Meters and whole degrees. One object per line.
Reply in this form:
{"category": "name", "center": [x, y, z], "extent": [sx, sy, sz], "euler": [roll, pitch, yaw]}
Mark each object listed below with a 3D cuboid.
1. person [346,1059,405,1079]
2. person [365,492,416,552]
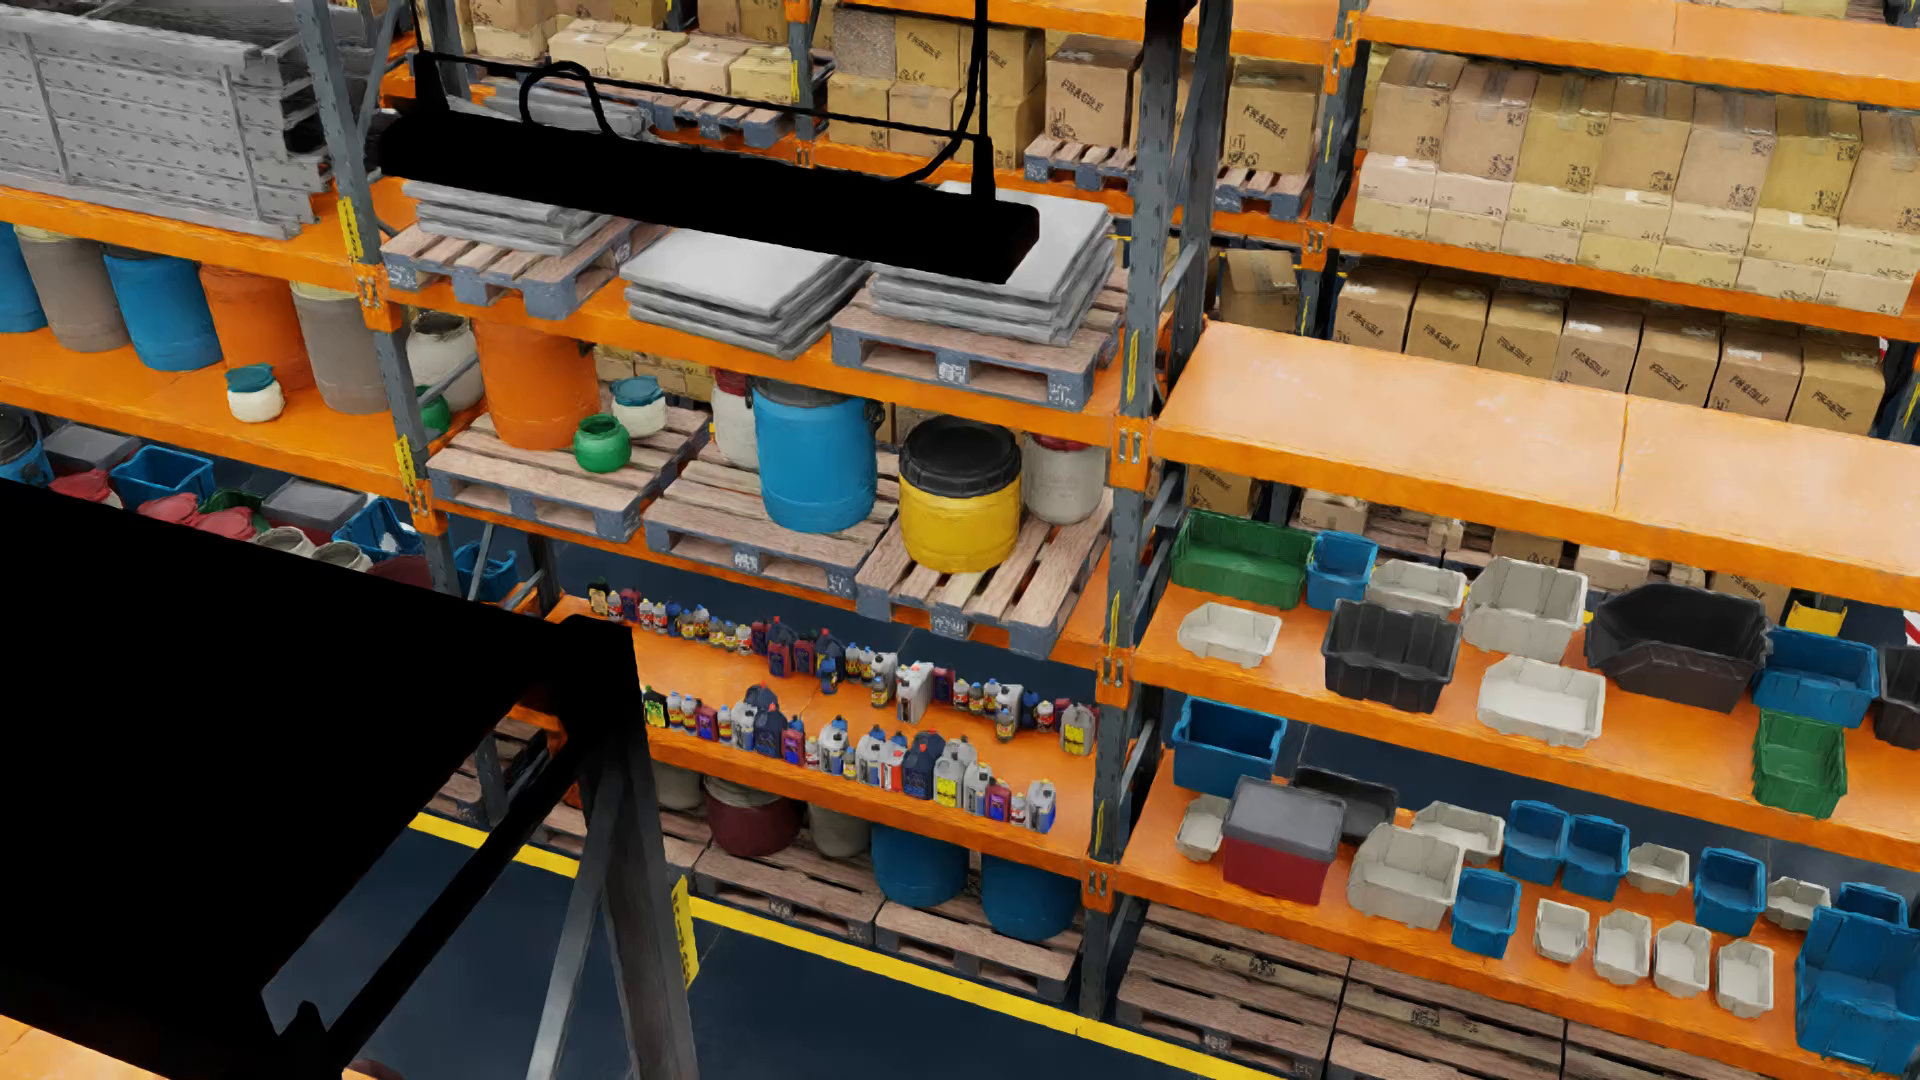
{"category": "person", "center": [-2.808, 3.018, 7.868], "extent": [0.546, 1.733, 0.729], "euler": [12, 38, 15]}
{"category": "person", "center": [-3.871, 0.421, 11.391], "extent": [0.982, 1.727, 0.617], "euler": [29, 45, 33]}
